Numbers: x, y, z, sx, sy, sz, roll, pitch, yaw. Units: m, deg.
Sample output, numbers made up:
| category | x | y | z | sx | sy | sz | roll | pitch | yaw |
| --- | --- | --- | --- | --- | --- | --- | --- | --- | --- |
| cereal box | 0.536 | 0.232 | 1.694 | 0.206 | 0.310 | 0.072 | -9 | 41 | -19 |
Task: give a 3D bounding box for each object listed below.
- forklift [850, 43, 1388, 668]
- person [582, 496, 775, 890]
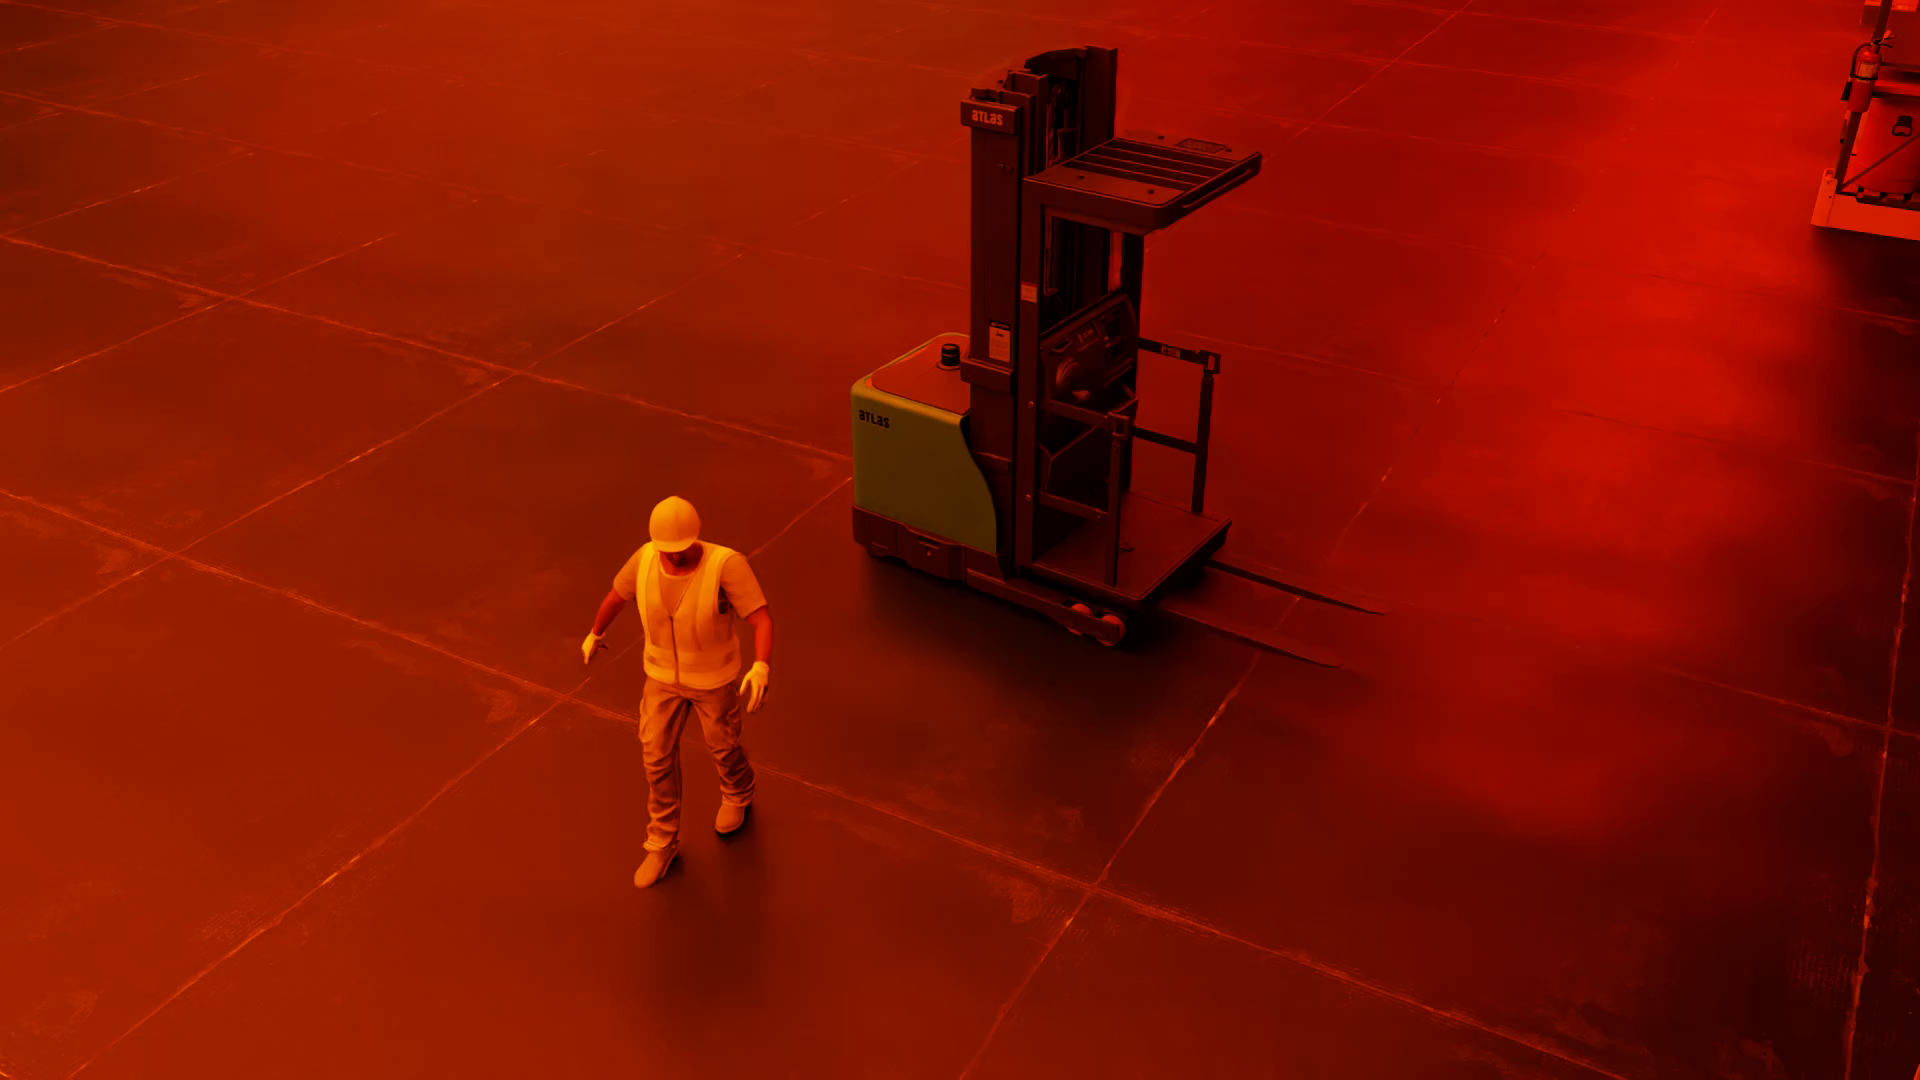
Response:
| category | x | y | z | sx | sy | sz | roll | pitch | yaw |
| --- | --- | --- | --- | --- | --- | --- | --- | --- | --- |
| forklift | 0.865 | -0.998 | 8.800 | 3.031 | 2.935 | 1.130 | 19 | 35 | 30 |
| person | -1.231 | 0.630 | 7.178 | 1.043 | 1.769 | 0.725 | 7 | 31 | 12 |
